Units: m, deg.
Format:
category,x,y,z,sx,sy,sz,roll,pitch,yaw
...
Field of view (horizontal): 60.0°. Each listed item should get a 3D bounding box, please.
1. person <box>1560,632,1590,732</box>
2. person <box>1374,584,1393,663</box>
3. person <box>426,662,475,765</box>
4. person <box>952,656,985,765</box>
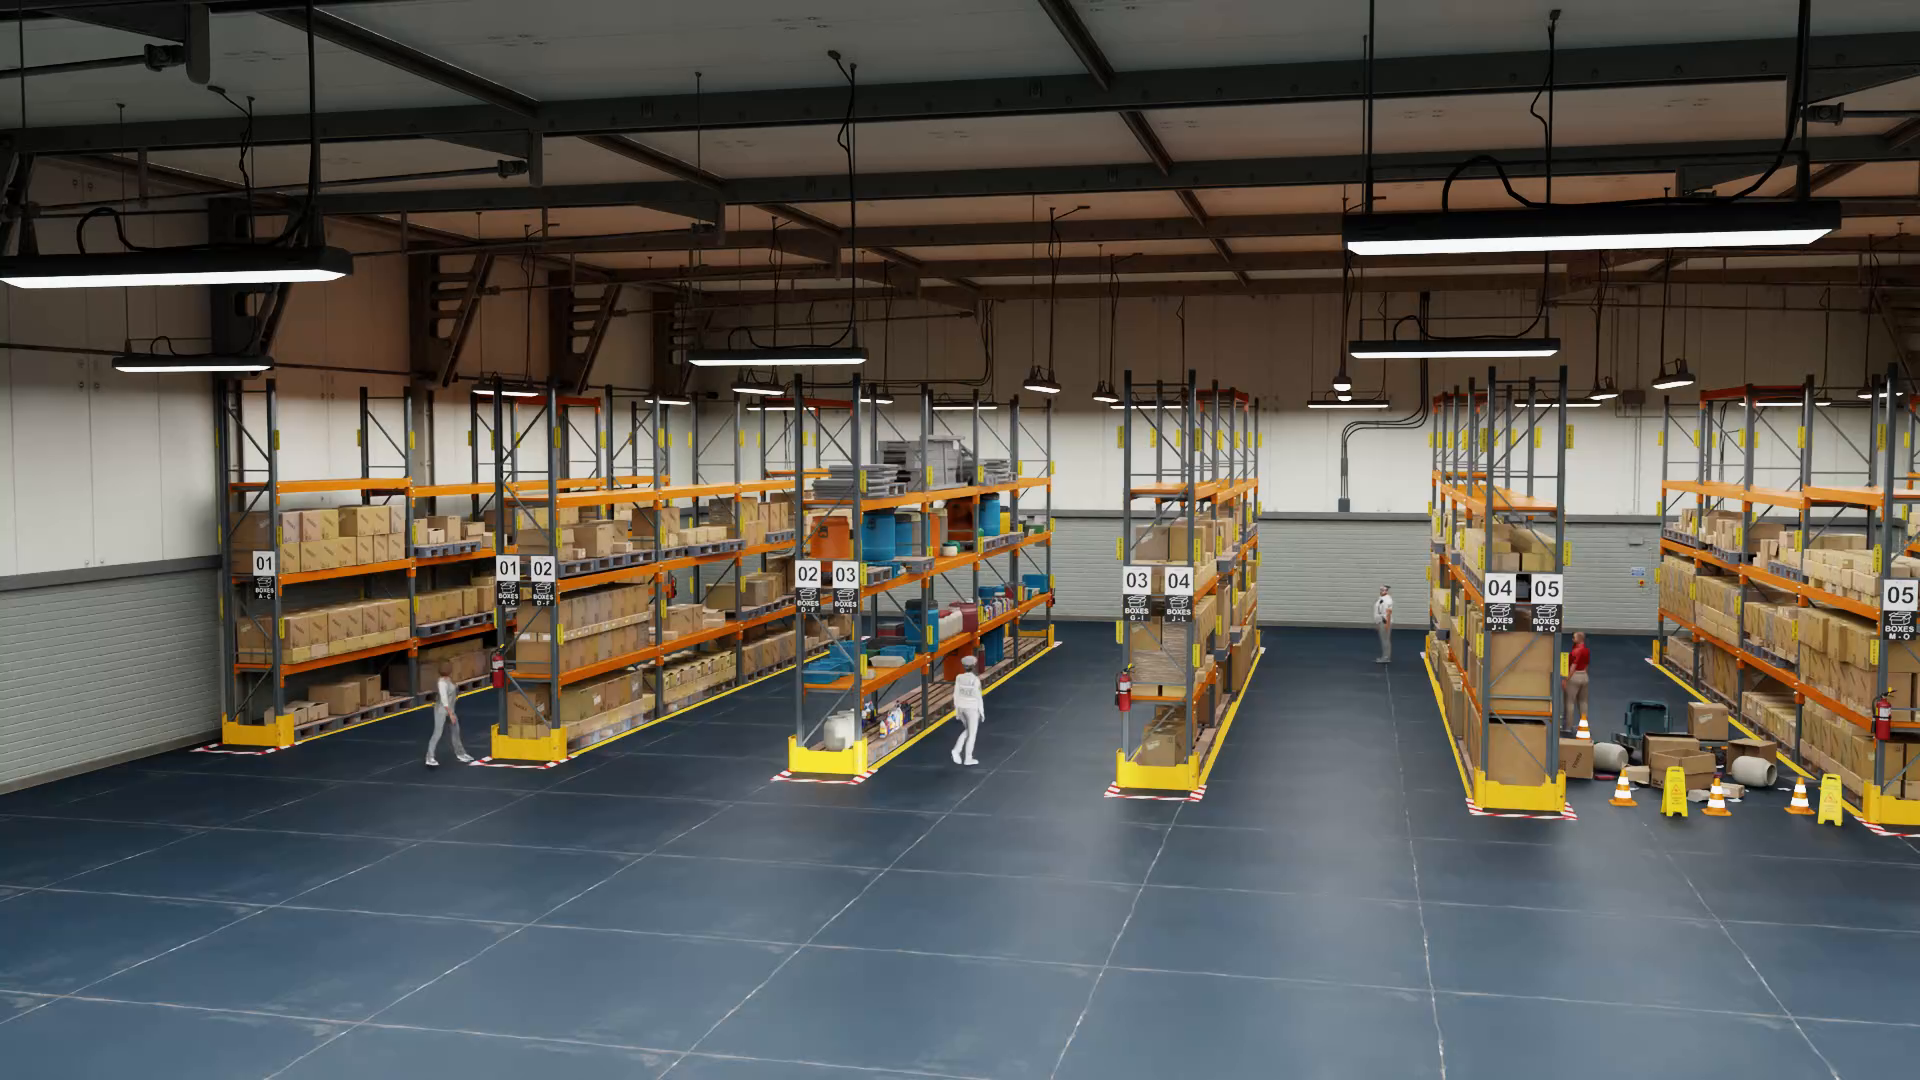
category,x,y,z,sx,sy,sz,roll,pitch,yaw
person,10.584,2.435,28.590,0.608,1.733,0.394,-2,4,-30
person,9.528,1.867,37.456,0.404,1.775,0.571,0,3,3
person,-7.906,2.673,25.675,0.631,1.575,0.572,0,3,4
person,0.122,2.614,25.491,0.452,1.686,0.484,-3,5,-42
